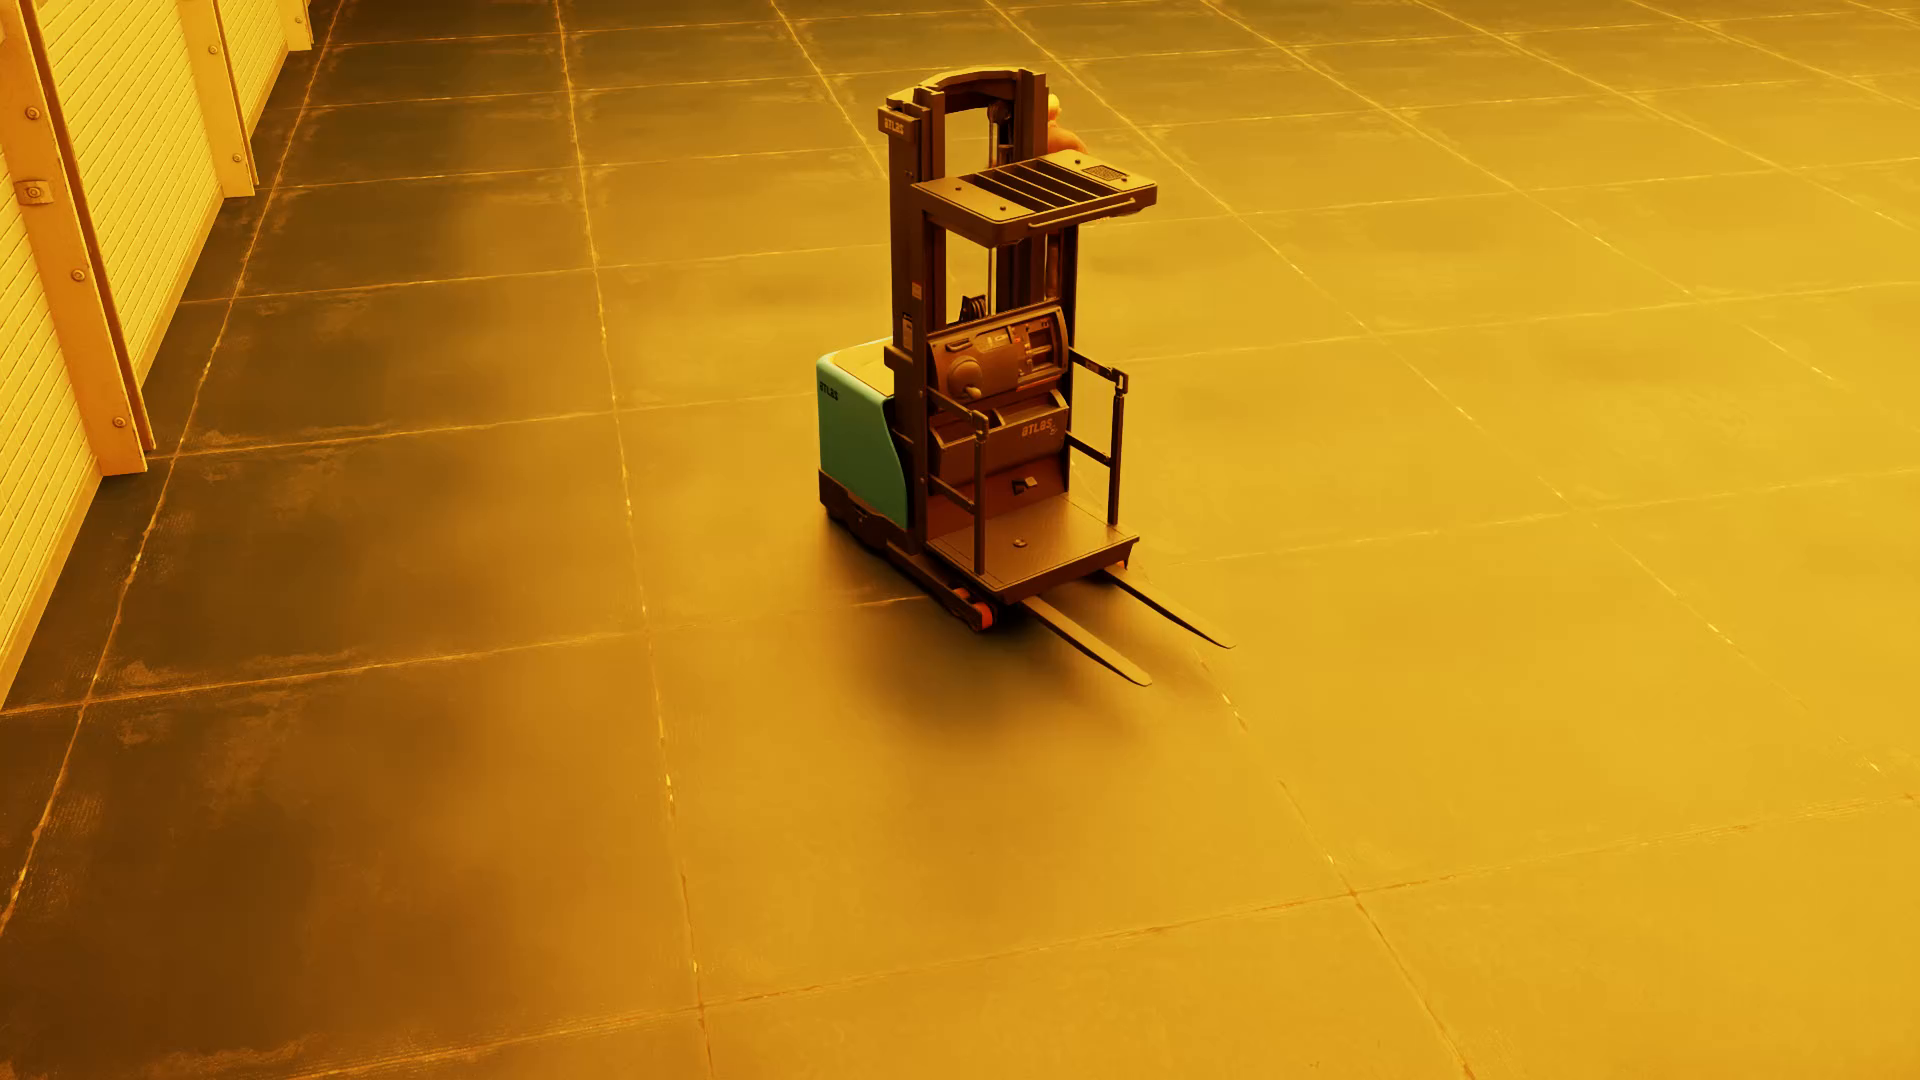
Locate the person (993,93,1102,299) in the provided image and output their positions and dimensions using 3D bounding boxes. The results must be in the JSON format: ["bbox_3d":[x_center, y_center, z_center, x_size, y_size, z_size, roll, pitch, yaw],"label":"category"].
[{"bbox_3d":[0.695,-2.728,13.462,0.906,1.760,0.738,-1,30,-2],"label":"person"}]

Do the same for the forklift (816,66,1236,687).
[{"bbox_3d":[0.355,-1.021,9.338,1.130,2.935,3.031,-20,35,-30],"label":"forklift"}]
